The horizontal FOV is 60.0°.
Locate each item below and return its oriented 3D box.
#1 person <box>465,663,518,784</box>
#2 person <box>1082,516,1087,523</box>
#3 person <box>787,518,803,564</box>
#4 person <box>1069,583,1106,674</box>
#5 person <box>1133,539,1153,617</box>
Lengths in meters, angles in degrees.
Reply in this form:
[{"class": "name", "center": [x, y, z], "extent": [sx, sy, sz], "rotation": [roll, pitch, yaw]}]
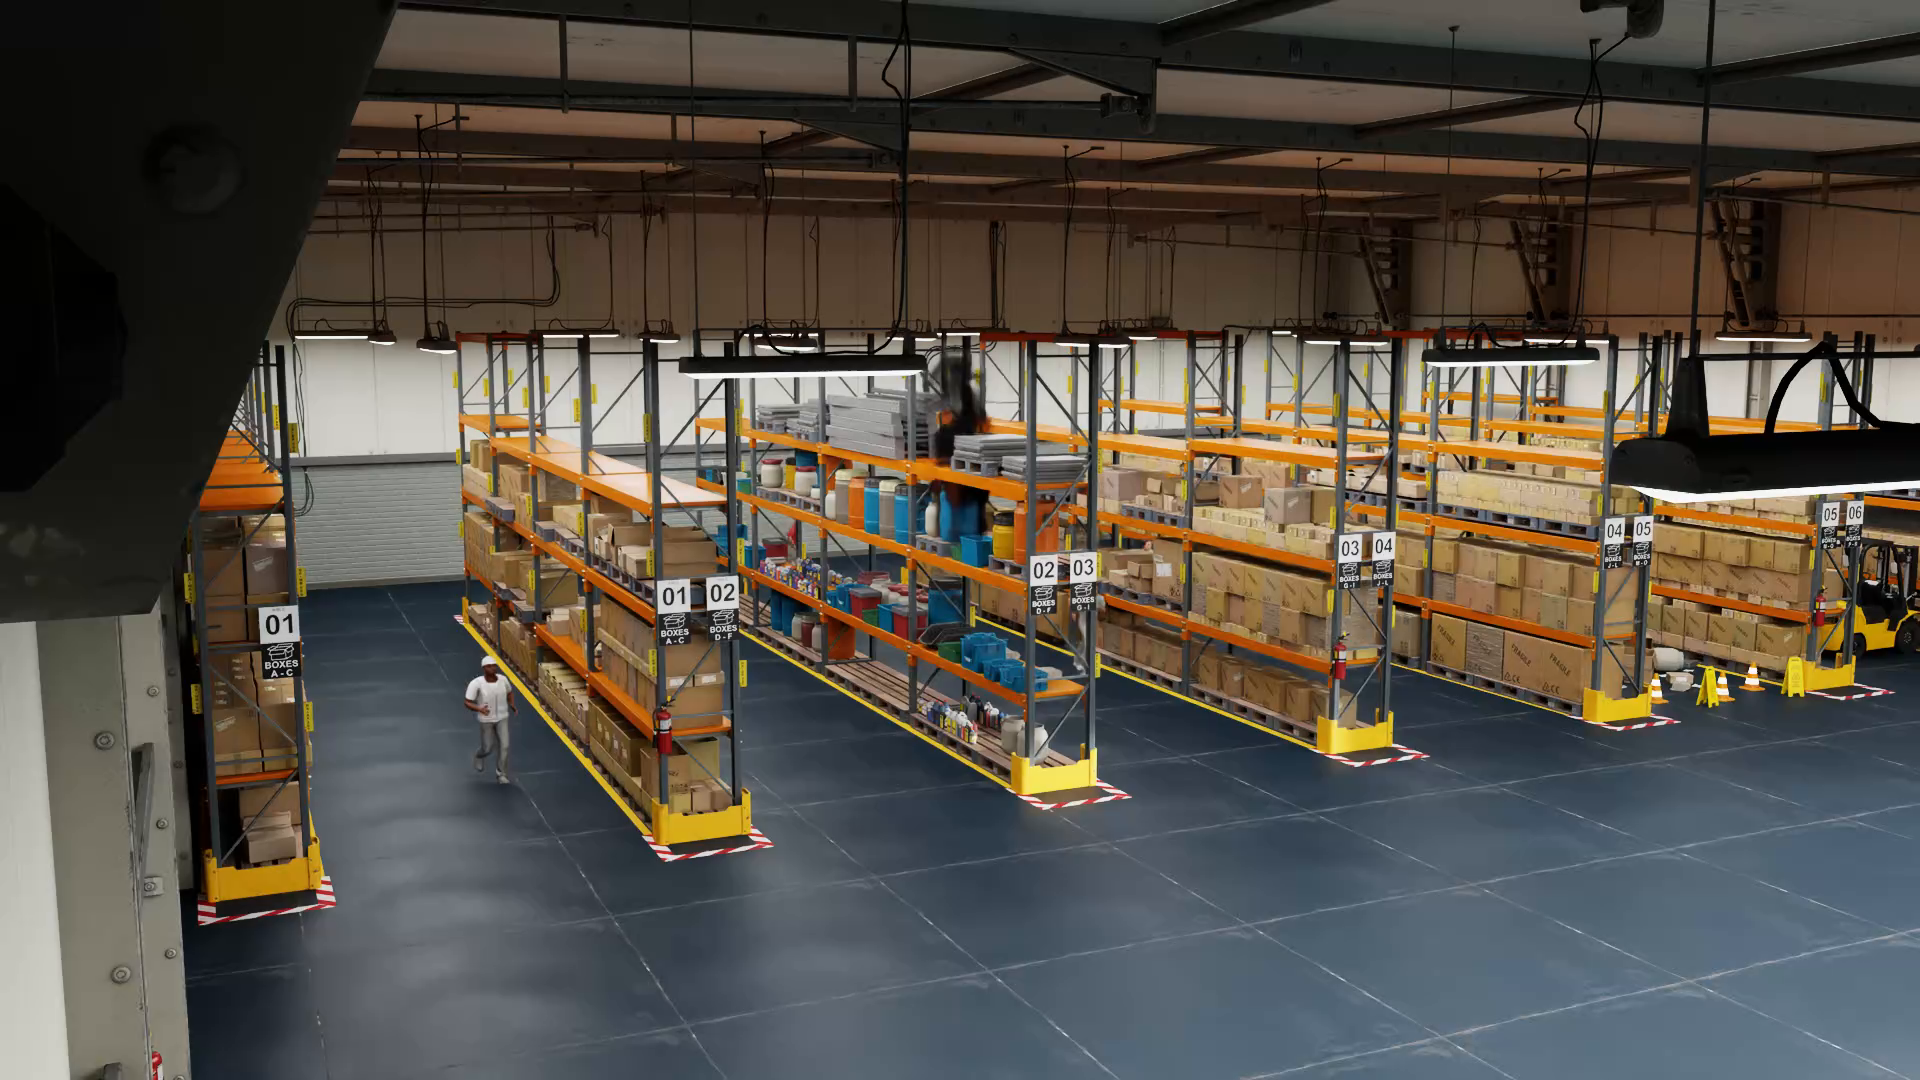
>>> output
[{"class": "person", "center": [-6.371, 2.450, 22.658], "extent": [0.714, 1.696, 0.791], "rotation": [-6, 10, -36]}, {"class": "person", "center": [3.401, -0.230, 42.235], "extent": [0.657, 1.771, 0.863], "rotation": [5, 9, 33]}, {"class": "person", "center": [-3.951, 0.261, 39.081], "extent": [0.885, 1.726, 0.668], "rotation": [-1, 8, -7]}, {"class": "person", "center": [2.154, 1.511, 28.248], "extent": [0.559, 1.684, 0.888], "rotation": [-4, 9, -26]}, {"class": "person", "center": [3.871, 0.764, 35.344], "extent": [0.573, 1.656, 0.902], "rotation": [-4, 9, -26]}]
